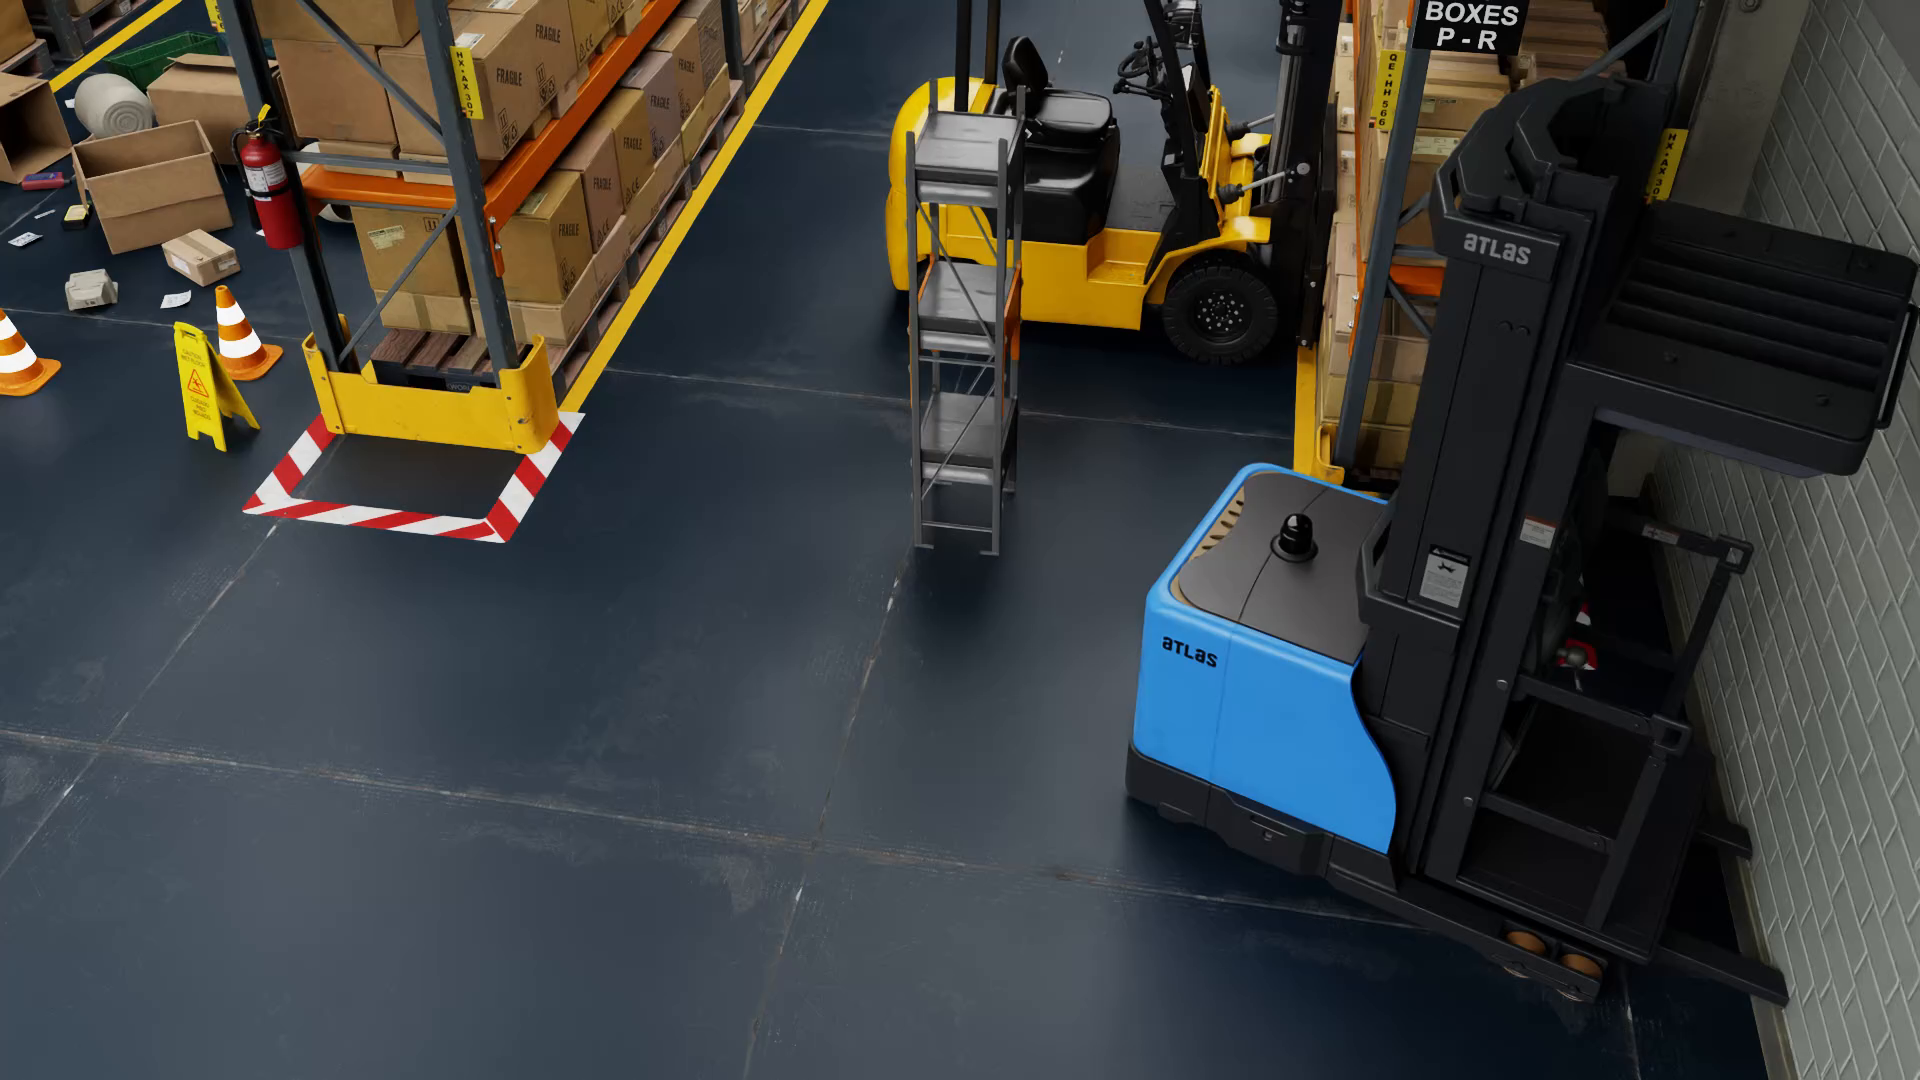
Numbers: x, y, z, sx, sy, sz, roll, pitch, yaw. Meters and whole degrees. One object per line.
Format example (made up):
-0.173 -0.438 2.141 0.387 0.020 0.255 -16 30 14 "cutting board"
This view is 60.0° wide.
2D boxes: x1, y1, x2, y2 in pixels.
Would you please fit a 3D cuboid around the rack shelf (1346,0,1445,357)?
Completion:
2.560 -2.140 8.645 1.077 0.370 4.000 6 40 8 "rack shelf"

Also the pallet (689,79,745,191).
-2.065 -2.717 10.967 1.003 0.211 1.213 6 40 8 "pallet"

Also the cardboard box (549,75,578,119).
-2.169 -2.272 8.438 0.380 0.149 0.250 7 40 8 "cardboard box"

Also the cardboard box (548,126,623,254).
-2.174 -1.917 9.051 0.500 0.500 0.500 5 40 6 "cardboard box"

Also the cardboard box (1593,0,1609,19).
2.813 -2.555 7.763 0.380 0.149 0.250 6 40 7 "cardboard box"

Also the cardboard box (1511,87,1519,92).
2.508 -1.796 7.078 0.380 0.149 0.250 6 40 8 "cardboard box"

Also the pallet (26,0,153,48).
-6.817 -4.117 12.661 1.003 0.211 1.213 6 40 8 "pallet"

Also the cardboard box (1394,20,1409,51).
2.099 -2.138 7.258 0.380 0.149 0.250 7 40 9 "cardboard box"

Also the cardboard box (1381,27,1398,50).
2.172 -2.346 7.742 0.380 0.149 0.250 5 40 6 "cardboard box"

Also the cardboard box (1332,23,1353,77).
2.513 -2.891 10.033 0.500 0.250 0.500 6 40 7 "cardboard box"

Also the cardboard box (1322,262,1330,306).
2.156 -1.436 8.666 0.500 0.250 0.500 6 40 7 "cardboard box"

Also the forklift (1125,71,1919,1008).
2.186 0.108 5.416 3.031 2.935 1.130 20 44 23 "forklift"

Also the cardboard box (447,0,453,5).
-2.708 -2.907 7.912 0.700 0.500 0.500 7 40 8 "cardboard box"

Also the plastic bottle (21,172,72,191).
-5.787 -2.280 10.557 0.283 0.061 0.133 -6 40 -8 "plastic bottle"

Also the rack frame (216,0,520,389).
-2.676 -1.707 7.557 1.000 3.000 0.127 6 40 8 "rack frame"

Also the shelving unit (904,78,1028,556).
0.029 -0.913 7.303 0.431 2.100 0.503 6 40 8 "shelving unit"

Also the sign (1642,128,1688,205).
2.759 -1.461 6.518 0.100 0.325 0.005 6 40 8 "sign"

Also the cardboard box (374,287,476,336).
-2.797 -1.361 8.967 0.500 0.250 0.500 6 40 7 "cardboard box"

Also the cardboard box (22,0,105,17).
-6.858 -4.394 12.243 1.050 0.750 0.750 6 40 7 "cardboard box"

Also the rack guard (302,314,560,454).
-2.663 -0.791 8.411 1.175 0.500 0.348 6 40 8 "rack guard"

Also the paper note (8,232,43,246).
-5.632 -1.815 10.019 0.144 0.017 0.142 20 44 23 "paper note"

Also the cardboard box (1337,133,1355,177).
2.241 -1.929 8.869 0.500 0.250 0.500 6 40 7 "cardboard box"

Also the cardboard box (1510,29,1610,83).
2.592 -2.080 7.187 0.380 0.149 0.250 7 40 9 "cardboard box"

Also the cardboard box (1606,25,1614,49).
2.777 -2.265 7.644 0.380 0.149 0.250 7 40 8 "cardboard box"

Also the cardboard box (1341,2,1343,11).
3.255 -4.206 12.114 0.875 0.625 0.625 5 40 6 "cardboard box"

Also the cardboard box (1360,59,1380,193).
2.139 -1.863 7.667 0.500 0.500 0.500 8 40 9 "cardboard box"

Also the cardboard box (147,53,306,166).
-4.712 -2.766 10.691 0.797 0.637 0.503 6 40 8 "cardboard box"

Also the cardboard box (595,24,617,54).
-2.096 -2.773 9.044 0.380 0.149 0.250 5 40 6 "cardboard box"

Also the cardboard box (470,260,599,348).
-2.264 -1.285 8.875 0.500 0.250 0.500 6 40 7 "cardboard box"

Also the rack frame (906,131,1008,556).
-0.014 -0.760 7.118 0.400 2.100 0.015 6 40 8 "rack frame"

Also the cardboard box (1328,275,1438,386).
1.986 -0.973 7.713 0.500 0.250 0.500 8 40 9 "cardboard box"

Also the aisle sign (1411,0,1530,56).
1.913 -2.155 6.059 0.394 0.787 0.004 6 40 8 "aisle sign"

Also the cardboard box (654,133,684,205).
-1.996 -2.265 10.060 0.500 0.250 0.500 7 40 8 "cardboard box"

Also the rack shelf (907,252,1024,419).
0.029 -0.903 7.312 0.431 0.518 0.480 6 40 8 "rack shelf"

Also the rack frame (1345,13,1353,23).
2.906 -3.672 9.934 1.000 3.000 0.127 6 40 8 "rack frame"

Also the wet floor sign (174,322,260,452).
-3.763 -0.798 8.306 0.267 0.644 0.232 20 44 23 "wet floor sign"

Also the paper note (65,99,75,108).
-6.101 -3.034 11.492 0.147 0.020 0.142 -20 44 -23 "paper note"

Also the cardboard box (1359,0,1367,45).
2.411 -2.814 8.818 0.500 0.500 0.500 6 40 7 "cardboard box"

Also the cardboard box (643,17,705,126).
-1.908 -2.888 10.225 0.500 0.500 0.500 7 40 8 "cardboard box"

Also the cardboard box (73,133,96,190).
-5.360 -2.364 10.498 0.396 0.266 0.258 13 41 15 "cardboard box"

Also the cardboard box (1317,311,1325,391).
2.079 -0.905 8.415 0.500 0.250 0.500 6 40 8 "cardboard box"

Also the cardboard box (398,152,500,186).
-2.413 -1.800 7.867 0.380 0.149 0.250 7 40 8 "cardboard box"

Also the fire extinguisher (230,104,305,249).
-3.150 -1.656 7.556 0.296 0.674 0.183 6 40 8 "fire extinguisher"

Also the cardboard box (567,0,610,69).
-2.147 -2.772 8.533 0.500 0.500 0.500 6 40 7 "cardboard box"

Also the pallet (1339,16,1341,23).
3.204 -3.832 12.316 1.003 0.211 1.213 6 40 8 "pallet"

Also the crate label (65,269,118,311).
-4.949 -1.425 9.463 0.250 0.136 0.298 -13 41 -15 "crate label"
